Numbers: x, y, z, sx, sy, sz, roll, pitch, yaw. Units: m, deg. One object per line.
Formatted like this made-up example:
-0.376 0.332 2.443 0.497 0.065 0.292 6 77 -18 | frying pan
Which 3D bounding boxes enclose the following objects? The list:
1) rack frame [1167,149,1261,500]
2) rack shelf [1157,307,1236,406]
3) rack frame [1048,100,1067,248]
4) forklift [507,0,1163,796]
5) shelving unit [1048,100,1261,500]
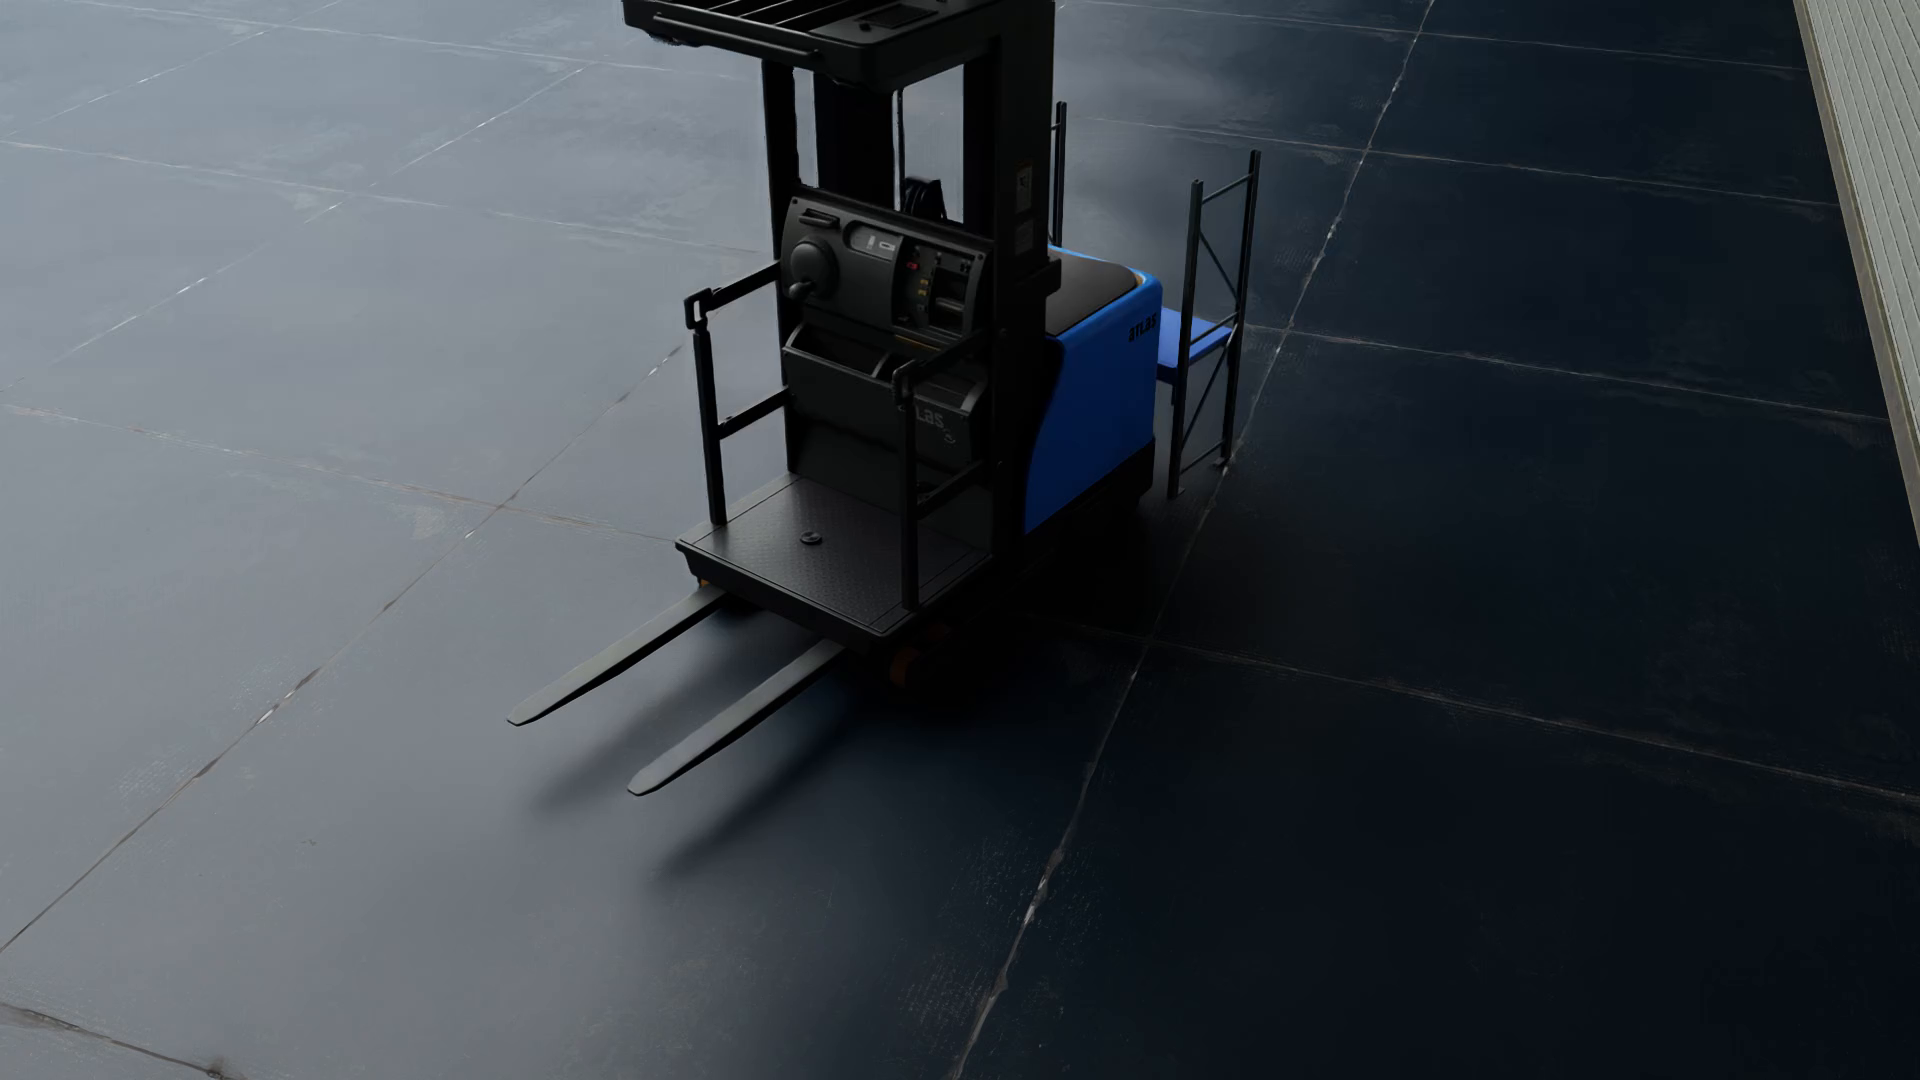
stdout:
1.107 -0.920 7.293 0.032 1.500 0.500 24 40 32 | rack frame
0.713 -0.943 7.660 1.000 0.185 0.538 24 40 32 | rack shelf
0.319 -1.268 7.832 0.032 1.500 0.500 24 40 32 | rack frame
-0.420 -0.958 6.031 1.130 2.935 3.031 22 39 30 | forklift
0.713 -1.094 7.562 1.048 1.500 0.538 24 40 32 | shelving unit
